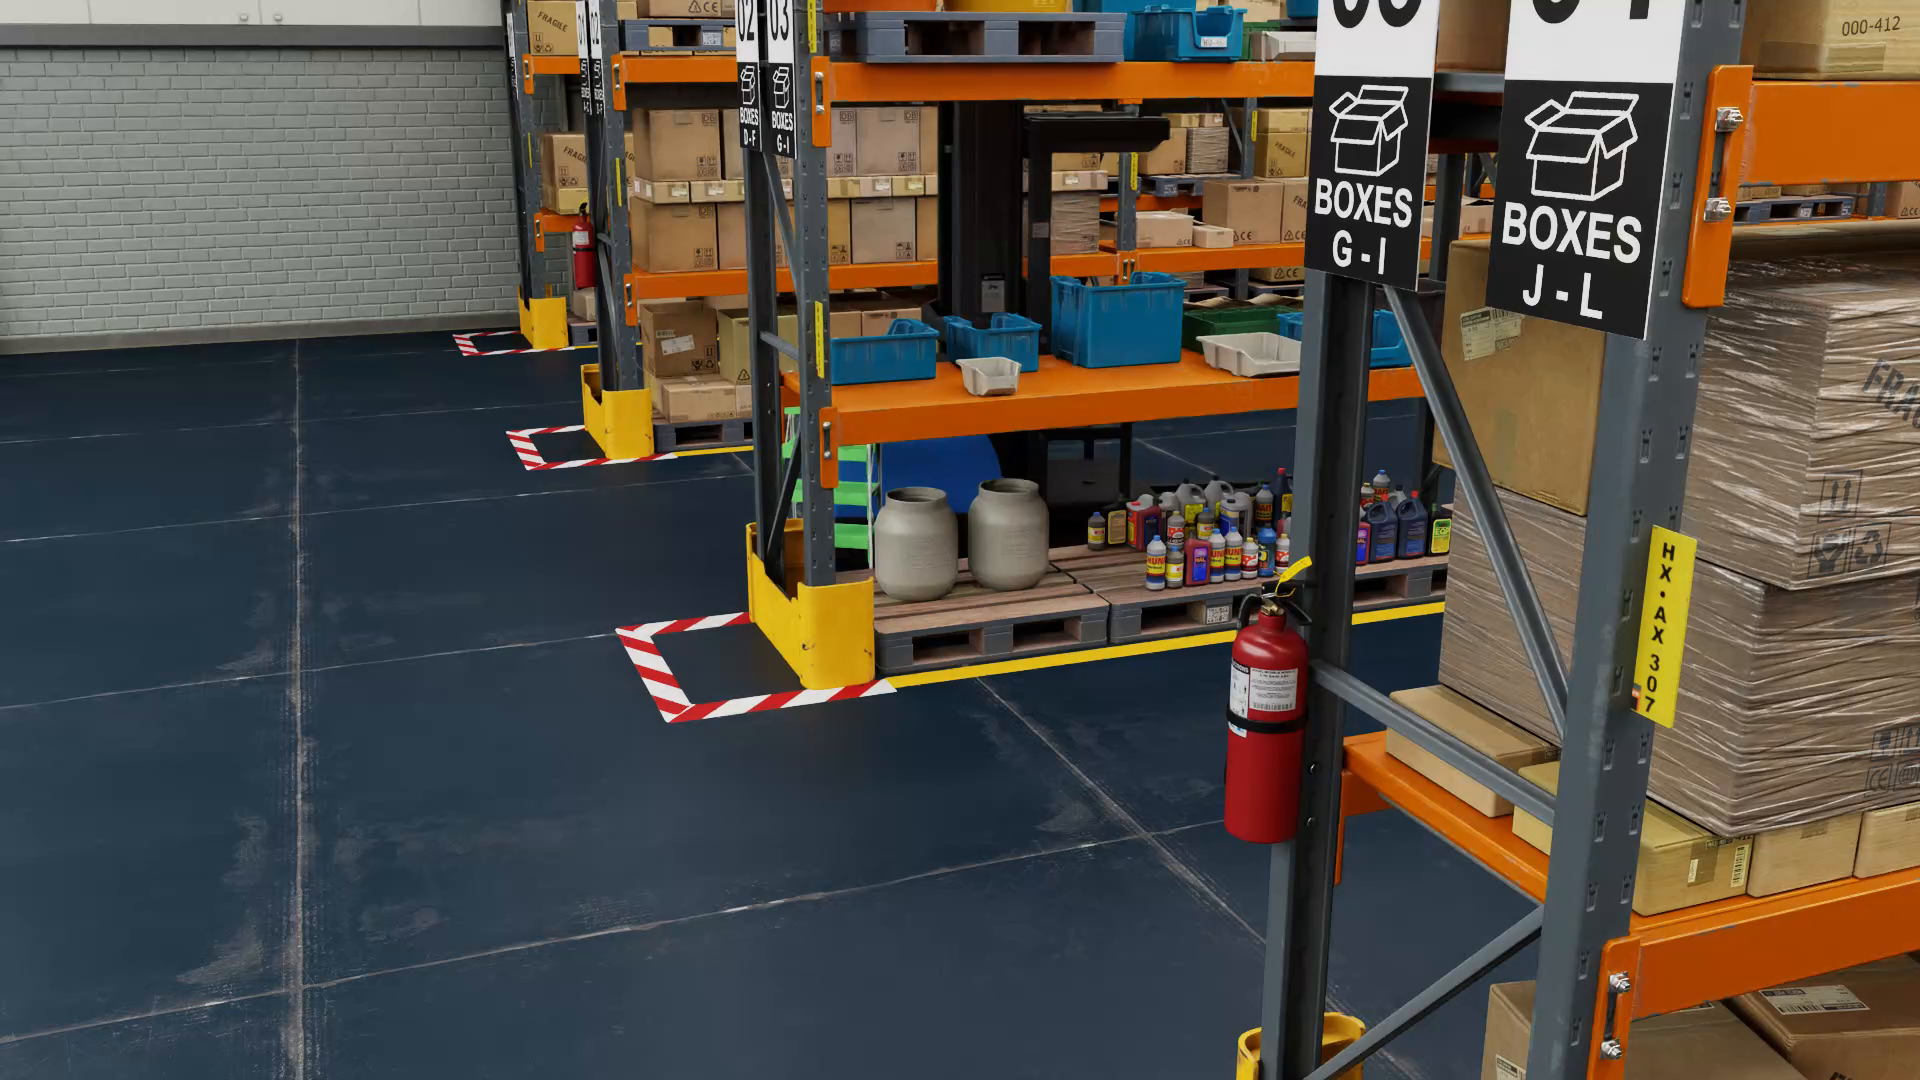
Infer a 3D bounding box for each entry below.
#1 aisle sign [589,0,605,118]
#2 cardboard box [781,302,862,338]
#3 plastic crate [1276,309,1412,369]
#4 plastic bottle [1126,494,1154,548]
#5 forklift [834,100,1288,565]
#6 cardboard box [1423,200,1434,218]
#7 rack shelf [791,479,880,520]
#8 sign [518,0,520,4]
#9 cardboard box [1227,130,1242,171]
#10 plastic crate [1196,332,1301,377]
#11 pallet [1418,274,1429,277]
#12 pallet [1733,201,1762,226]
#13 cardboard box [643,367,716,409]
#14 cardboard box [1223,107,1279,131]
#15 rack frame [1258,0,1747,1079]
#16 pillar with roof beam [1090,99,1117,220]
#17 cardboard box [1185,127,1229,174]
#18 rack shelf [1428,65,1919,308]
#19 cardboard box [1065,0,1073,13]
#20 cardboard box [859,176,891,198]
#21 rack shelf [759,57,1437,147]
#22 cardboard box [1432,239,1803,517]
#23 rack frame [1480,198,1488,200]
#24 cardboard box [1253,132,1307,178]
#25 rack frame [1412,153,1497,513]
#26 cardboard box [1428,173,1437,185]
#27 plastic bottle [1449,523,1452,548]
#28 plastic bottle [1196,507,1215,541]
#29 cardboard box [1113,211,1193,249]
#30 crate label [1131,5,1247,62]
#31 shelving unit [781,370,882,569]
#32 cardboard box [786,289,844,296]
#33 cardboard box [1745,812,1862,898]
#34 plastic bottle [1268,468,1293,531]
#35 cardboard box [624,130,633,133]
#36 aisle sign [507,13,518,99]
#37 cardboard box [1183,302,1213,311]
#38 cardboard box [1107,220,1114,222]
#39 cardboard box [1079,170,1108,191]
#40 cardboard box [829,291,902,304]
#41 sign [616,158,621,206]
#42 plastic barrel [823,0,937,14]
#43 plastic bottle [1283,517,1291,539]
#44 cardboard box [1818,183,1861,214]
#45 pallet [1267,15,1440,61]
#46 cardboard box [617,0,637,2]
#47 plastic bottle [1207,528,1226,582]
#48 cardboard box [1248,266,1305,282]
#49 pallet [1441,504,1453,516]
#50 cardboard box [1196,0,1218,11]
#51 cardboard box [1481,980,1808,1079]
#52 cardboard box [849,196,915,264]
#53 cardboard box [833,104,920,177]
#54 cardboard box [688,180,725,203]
[{"bbox_3d":[-2.527,-3.351,11.572,0.004,0.787,0.394,-6,17,-20],"label":"aisle sign"},{"bbox_3d":[-1.067,-1.533,12.800,0.500,0.500,0.500,-6,17,-20],"label":"cardboard box"},{"bbox_3d":[1.992,-1.036,8.567,0.616,0.251,0.499,-6,17,-20],"label":"plastic crate"},{"bbox_3d":[0.997,-0.110,9.203,0.135,0.276,0.152,-6,17,-20],"label":"plastic bottle"},{"bbox_3d":[0.623,-1.430,9.764,3.031,2.935,1.130,-2,17,-7],"label":"forklift"},{"bbox_3d":[3.990,-2.916,14.861,0.500,0.311,0.500,-6,18,-21],"label":"cardboard box"},{"bbox_3d":[-0.693,-0.227,8.969,0.480,0.148,0.258,3,17,11],"label":"rack shelf"},{"bbox_3d":[-4.157,-5.210,15.641,0.005,0.325,0.100,-6,17,-20],"label":"sign"},{"bbox_3d":[3.466,-4.618,19.759,0.500,0.500,0.500,-6,17,-20],"label":"cardboard box"},{"bbox_3d":[1.503,-0.934,8.422,0.437,0.136,0.530,-6,17,-20],"label":"plastic crate"},{"bbox_3d":[6.160,-3.268,20.853,1.213,0.211,1.003,-6,17,-20],"label":"pallet"},{"bbox_3d":[6.709,-3.103,15.681,1.213,0.211,1.003,-6,17,-20],"label":"pallet"},{"bbox_3d":[-2.180,-1.205,13.013,0.500,0.250,0.500,-6,17,-20],"label":"cardboard box"},{"bbox_3d":[3.450,-4.975,19.643,0.500,0.250,0.500,-6,17,-19],"label":"cardboard box"},{"bbox_3d":[0.967,0.417,3.356,0.053,2.616,0.949,-6,17,-20],"label":"rack frame"},{"bbox_3d":[3.136,-6.143,15.046,0.400,9.000,9.100,-6,17,-20],"label":"pillar with roof beam"},{"bbox_3d":[2.684,-4.510,19.173,0.500,0.500,0.700,-8,18,-27],"label":"cardboard box"},{"bbox_3d":[2.833,-0.880,3.724,4.000,0.370,1.077,-6,17,-20],"label":"rack shelf"},{"bbox_3d":[0.595,-4.369,13.157,0.500,0.500,0.500,-5,17,-16],"label":"cardboard box"},{"bbox_3d":[-0.696,-2.688,12.599,0.250,0.149,0.380,-6,17,-20],"label":"cardboard box"},{"bbox_3d":[1.061,-2.183,8.162,4.000,0.370,1.077,-6,17,-20],"label":"rack shelf"},{"bbox_3d":[1.391,-0.375,3.572,0.500,0.500,0.500,-6,17,-20],"label":"cardboard box"},{"bbox_3d":[6.854,-4.704,20.793,0.127,3.000,1.000,-6,17,-20],"label":"rack frame"},{"bbox_3d":[3.664,-4.482,19.298,0.500,0.500,0.500,-6,17,-18],"label":"cardboard box"},{"bbox_3d":[2.929,-1.291,9.170,0.127,3.000,1.000,-6,17,-20],"label":"rack frame"},{"bbox_3d":[5.677,-4.389,20.131,0.250,0.149,0.380,-6,17,-20],"label":"cardboard box"},{"bbox_3d":[2.701,-0.041,9.098,0.097,0.201,0.097,0,16,0],"label":"plastic bottle"},{"bbox_3d":[1.364,-0.079,9.229,0.097,0.201,0.097,0,16,0],"label":"plastic bottle"},{"bbox_3d":[1.604,-2.583,13.838,0.500,0.250,0.500,-5,17,-17],"label":"cardboard box"},{"bbox_3d":[1.060,-2.357,7.741,0.408,0.251,0.502,-6,17,-20],"label":"crate label"},{"bbox_3d":[-0.693,-0.289,8.951,0.503,1.200,0.258,3,17,11],"label":"shelving unit"},{"bbox_3d":[-1.571,-2.794,17.944,0.500,0.500,0.500,-8,18,-24],"label":"cardboard box"},{"bbox_3d":[1.558,0.550,3.347,0.250,0.149,0.380,-6,17,-20],"label":"cardboard box"},{"bbox_3d":[1.850,-0.240,9.511,0.185,0.351,0.144,-7,18,-22],"label":"plastic bottle"},{"bbox_3d":[-3.514,-3.943,17.102,0.500,0.500,0.500,-6,17,-19],"label":"cardboard box"},{"bbox_3d":[-4.311,-4.655,16.013,0.004,0.787,0.394,-6,17,-20],"label":"aisle sign"},{"bbox_3d":[1.919,-1.916,14.438,0.500,0.311,0.500,-6,17,-19],"label":"cardboard box"},{"bbox_3d":[1.910,-3.545,19.170,0.500,0.250,0.500,-6,17,-19],"label":"cardboard box"},{"bbox_3d":[0.982,-2.870,13.218,0.250,0.149,0.380,-6,17,-20],"label":"cardboard box"},{"bbox_3d":[-0.785,-1.720,13.436,0.500,0.500,0.500,-6,17,-20],"label":"cardboard box"},{"bbox_3d":[-2.382,-2.498,11.603,0.005,0.325,0.100,-6,17,-20],"label":"sign"},{"bbox_3d":[-0.398,-2.817,7.535,0.708,0.830,0.600,-6,17,-20],"label":"plastic barrel"},{"bbox_3d":[1.796,0.013,8.783,0.135,0.276,0.152,-6,17,-19],"label":"plastic bottle"},{"bbox_3d":[9.005,-3.567,16.743,0.500,0.500,0.500,-6,17,-19],"label":"cardboard box"},{"bbox_3d":[2.290,-2.541,8.438,1.003,0.211,1.213,-6,17,-20],"label":"pallet"},{"bbox_3d":[-3.418,-5.483,16.134,0.500,0.500,0.500,-6,18,-21],"label":"cardboard box"},{"bbox_3d":[1.318,0.075,8.580,0.097,0.271,0.097,0,16,0],"label":"plastic bottle"},{"bbox_3d":[3.852,-3.510,19.798,0.750,0.750,0.750,-6,18,-21],"label":"cardboard box"},{"bbox_3d":[3.648,-0.042,9.867,1.213,0.211,1.003,-6,17,-20],"label":"pallet"},{"bbox_3d":[1.739,-4.223,13.351,0.500,0.250,0.500,-4,17,-14],"label":"cardboard box"},{"bbox_3d":[1.555,1.355,3.851,0.500,0.500,0.500,-3,17,-10],"label":"cardboard box"},{"bbox_3d":[-0.690,-2.440,12.904,0.500,0.500,0.700,-6,17,-18],"label":"cardboard box"},{"bbox_3d":[-0.658,-3.067,12.737,0.500,0.500,0.700,-6,17,-20],"label":"cardboard box"},{"bbox_3d":[-1.886,-2.560,12.165,0.250,0.149,0.380,-7,18,-22],"label":"cardboard box"}]
